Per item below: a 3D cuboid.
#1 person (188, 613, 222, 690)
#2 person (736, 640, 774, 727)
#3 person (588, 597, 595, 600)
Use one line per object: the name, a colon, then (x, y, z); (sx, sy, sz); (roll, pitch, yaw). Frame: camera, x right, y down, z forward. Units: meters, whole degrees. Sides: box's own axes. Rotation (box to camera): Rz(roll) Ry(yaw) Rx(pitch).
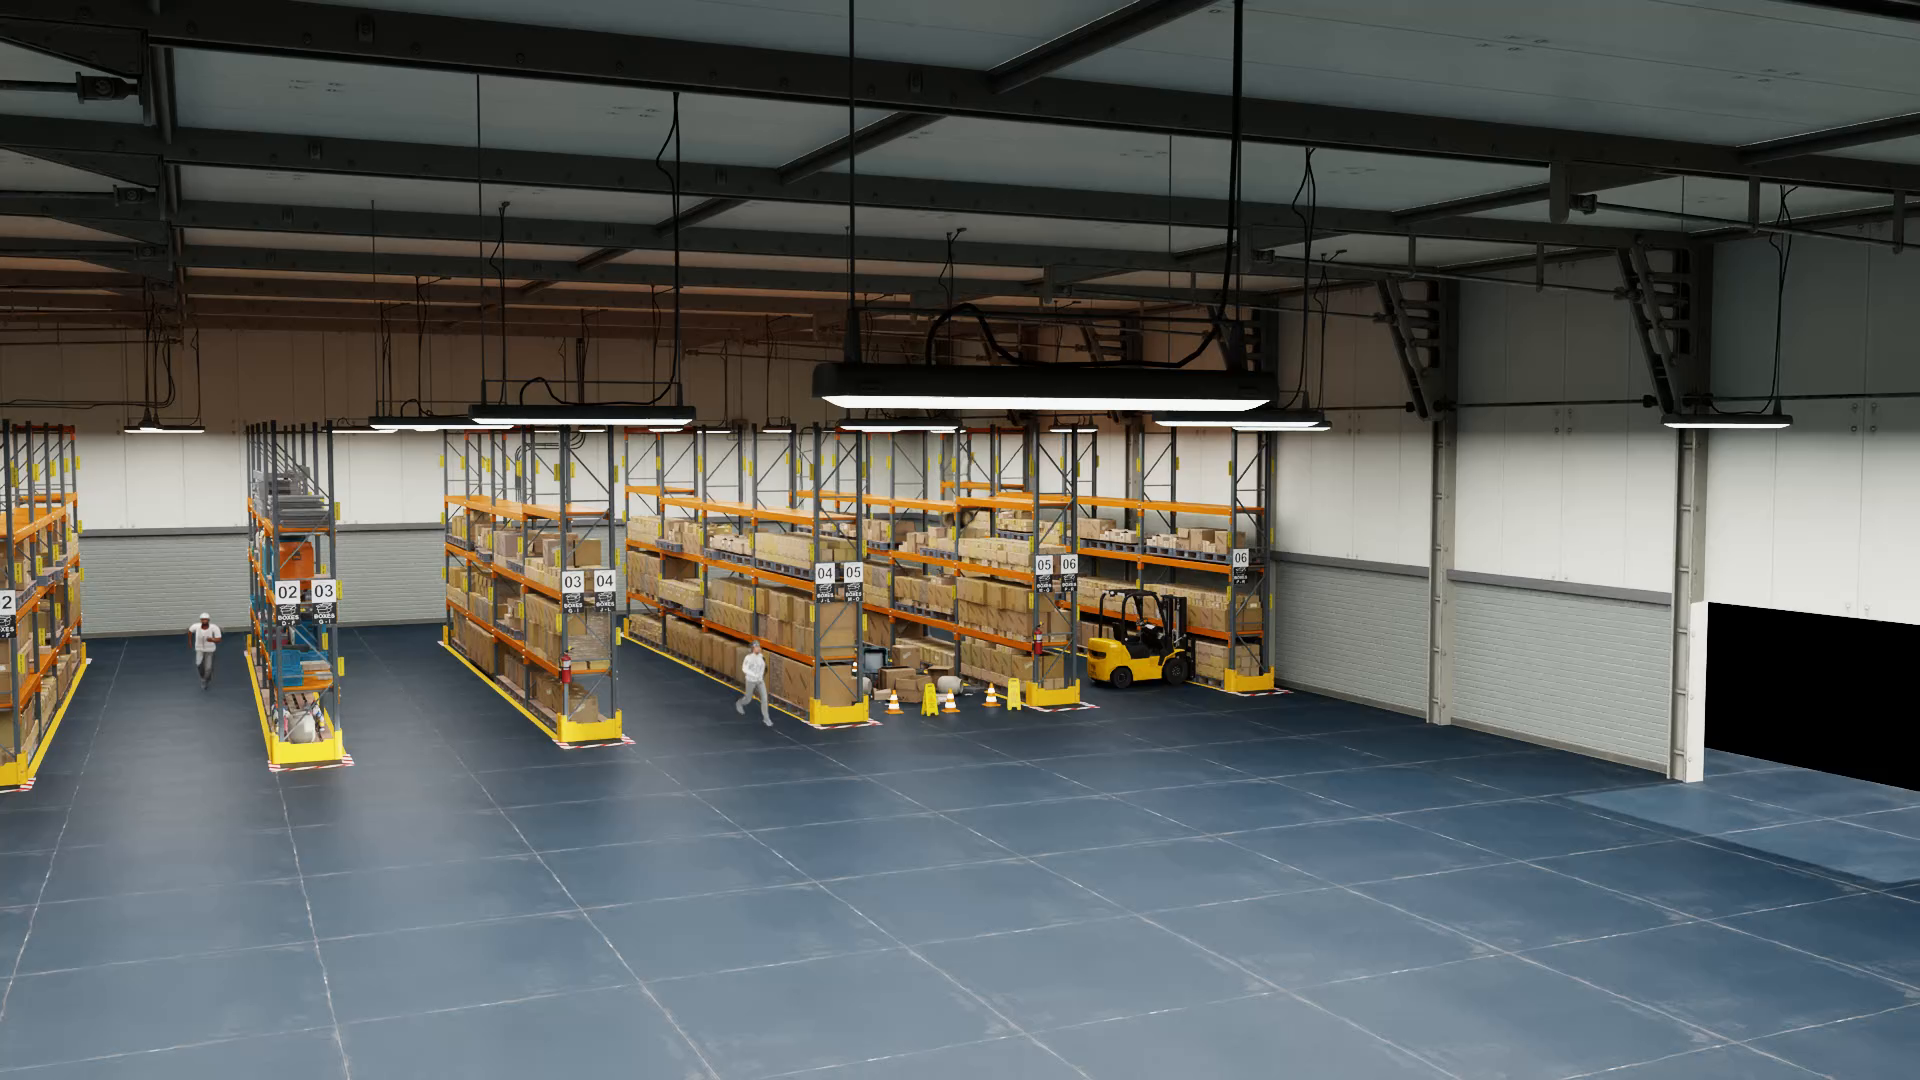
person: (-17.004, 2.503, 37.429); (0.735, 1.738, 0.801); (-1, 4, -15)
person: (-4.103, 2.826, 33.086); (0.584, 1.701, 1.092); (-3, 5, -40)
person: (-10.645, 1.902, 47.148); (0.674, 1.762, 0.820); (-1, 4, -8)
